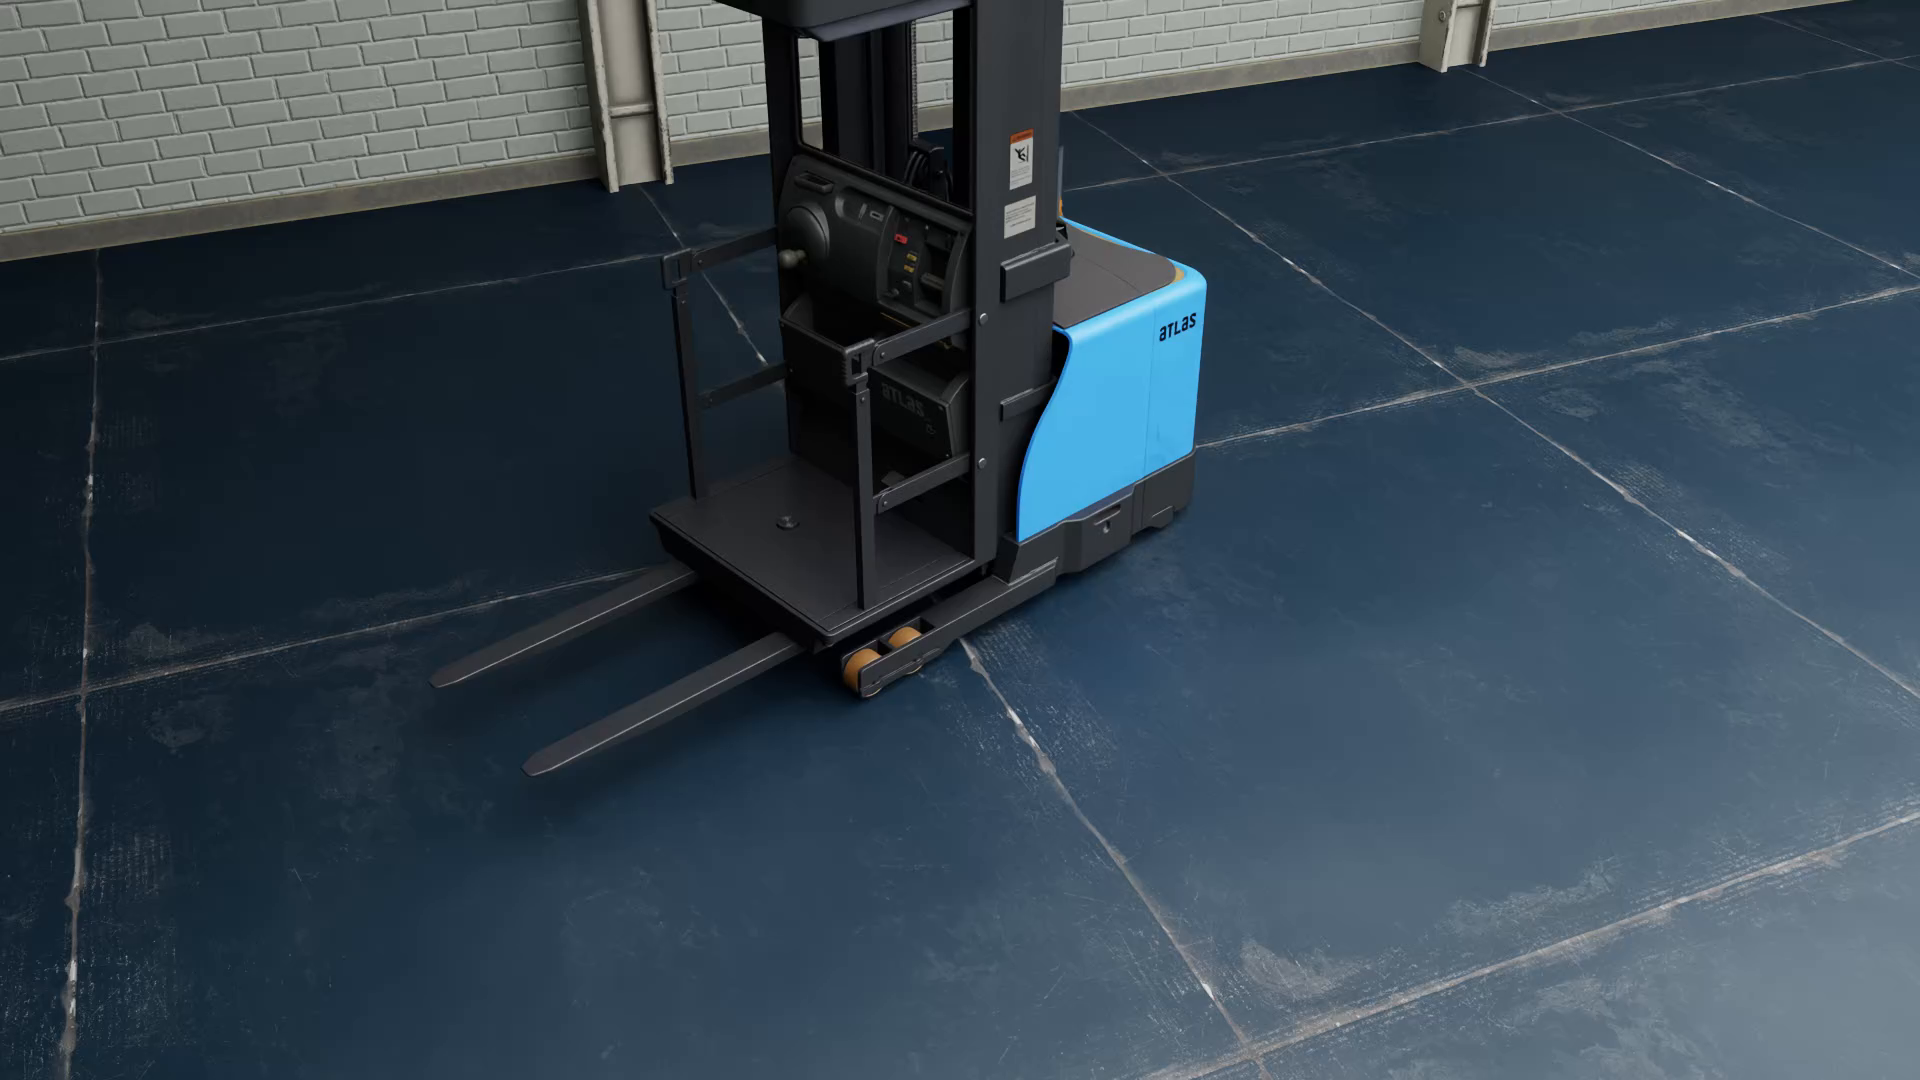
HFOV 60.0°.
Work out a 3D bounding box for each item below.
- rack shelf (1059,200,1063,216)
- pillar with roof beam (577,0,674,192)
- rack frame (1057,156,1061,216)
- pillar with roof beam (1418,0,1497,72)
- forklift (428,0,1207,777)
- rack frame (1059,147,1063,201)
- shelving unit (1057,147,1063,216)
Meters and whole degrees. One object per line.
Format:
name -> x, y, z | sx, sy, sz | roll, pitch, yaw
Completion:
rack shelf -> 0.313, -1.406, 7.222 | 0.258, 0.103, 0.180 | 3, 26, 5
pillar with roof beam -> -0.306, -3.804, 4.345 | 0.400, 9.000, 9.100 | -13, 35, -19
rack frame -> 0.300, -1.082, 7.277 | 0.240, 1.200, 0.006 | 3, 26, 5
pillar with roof beam -> 5.226, -5.071, 6.292 | 0.400, 9.000, 9.100 | -13, 35, -19
forklift -> -0.462, -0.995, 5.592 | 3.031, 2.935, 1.130 | -27, 42, -35
rack frame -> 0.319, -1.161, 7.441 | 0.240, 1.200, 0.006 | 3, 26, 5
shelving unit -> 0.310, -1.122, 7.359 | 0.258, 1.200, 0.189 | 3, 26, 5
